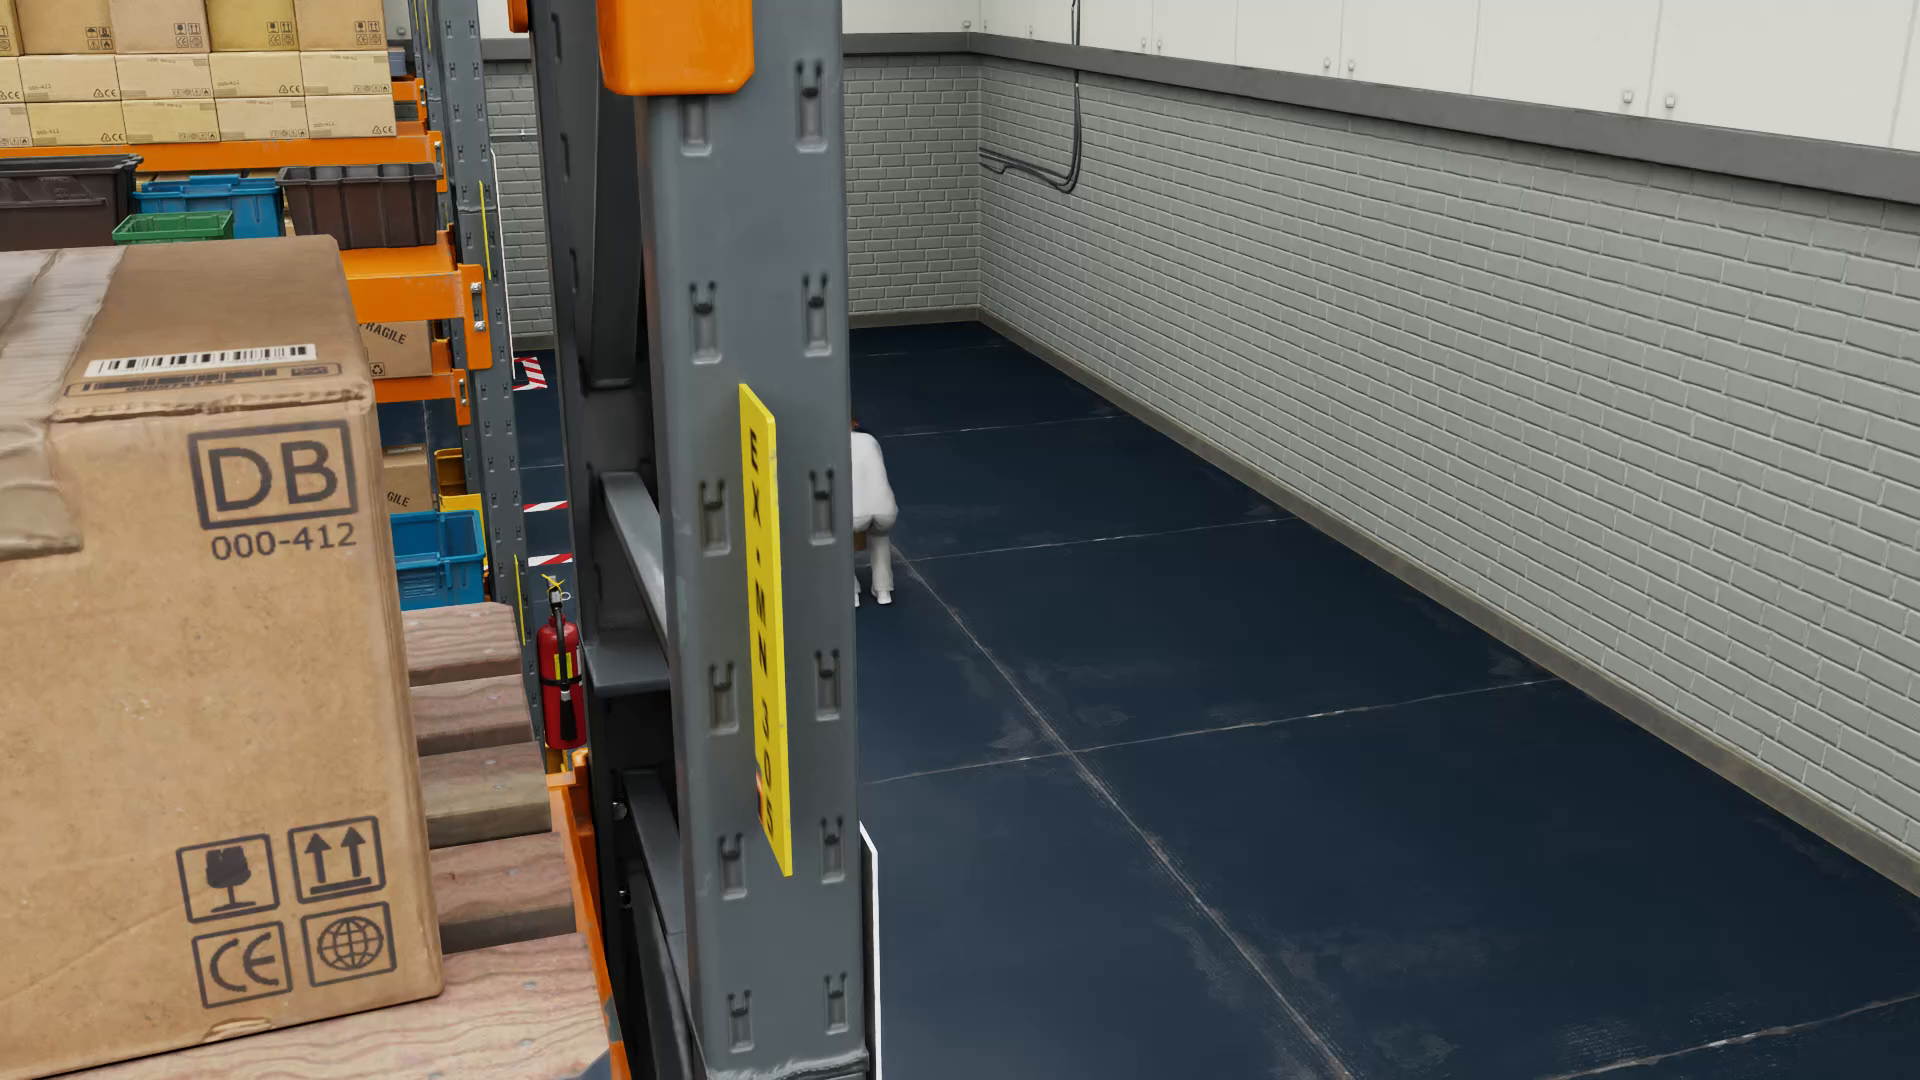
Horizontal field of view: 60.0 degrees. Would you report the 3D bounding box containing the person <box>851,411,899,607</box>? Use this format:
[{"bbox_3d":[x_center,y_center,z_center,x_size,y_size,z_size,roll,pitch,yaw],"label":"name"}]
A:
[{"bbox_3d":[-0.665,-0.205,10.390,0.496,1.194,0.725,-6,20,-17],"label":"person"}]
